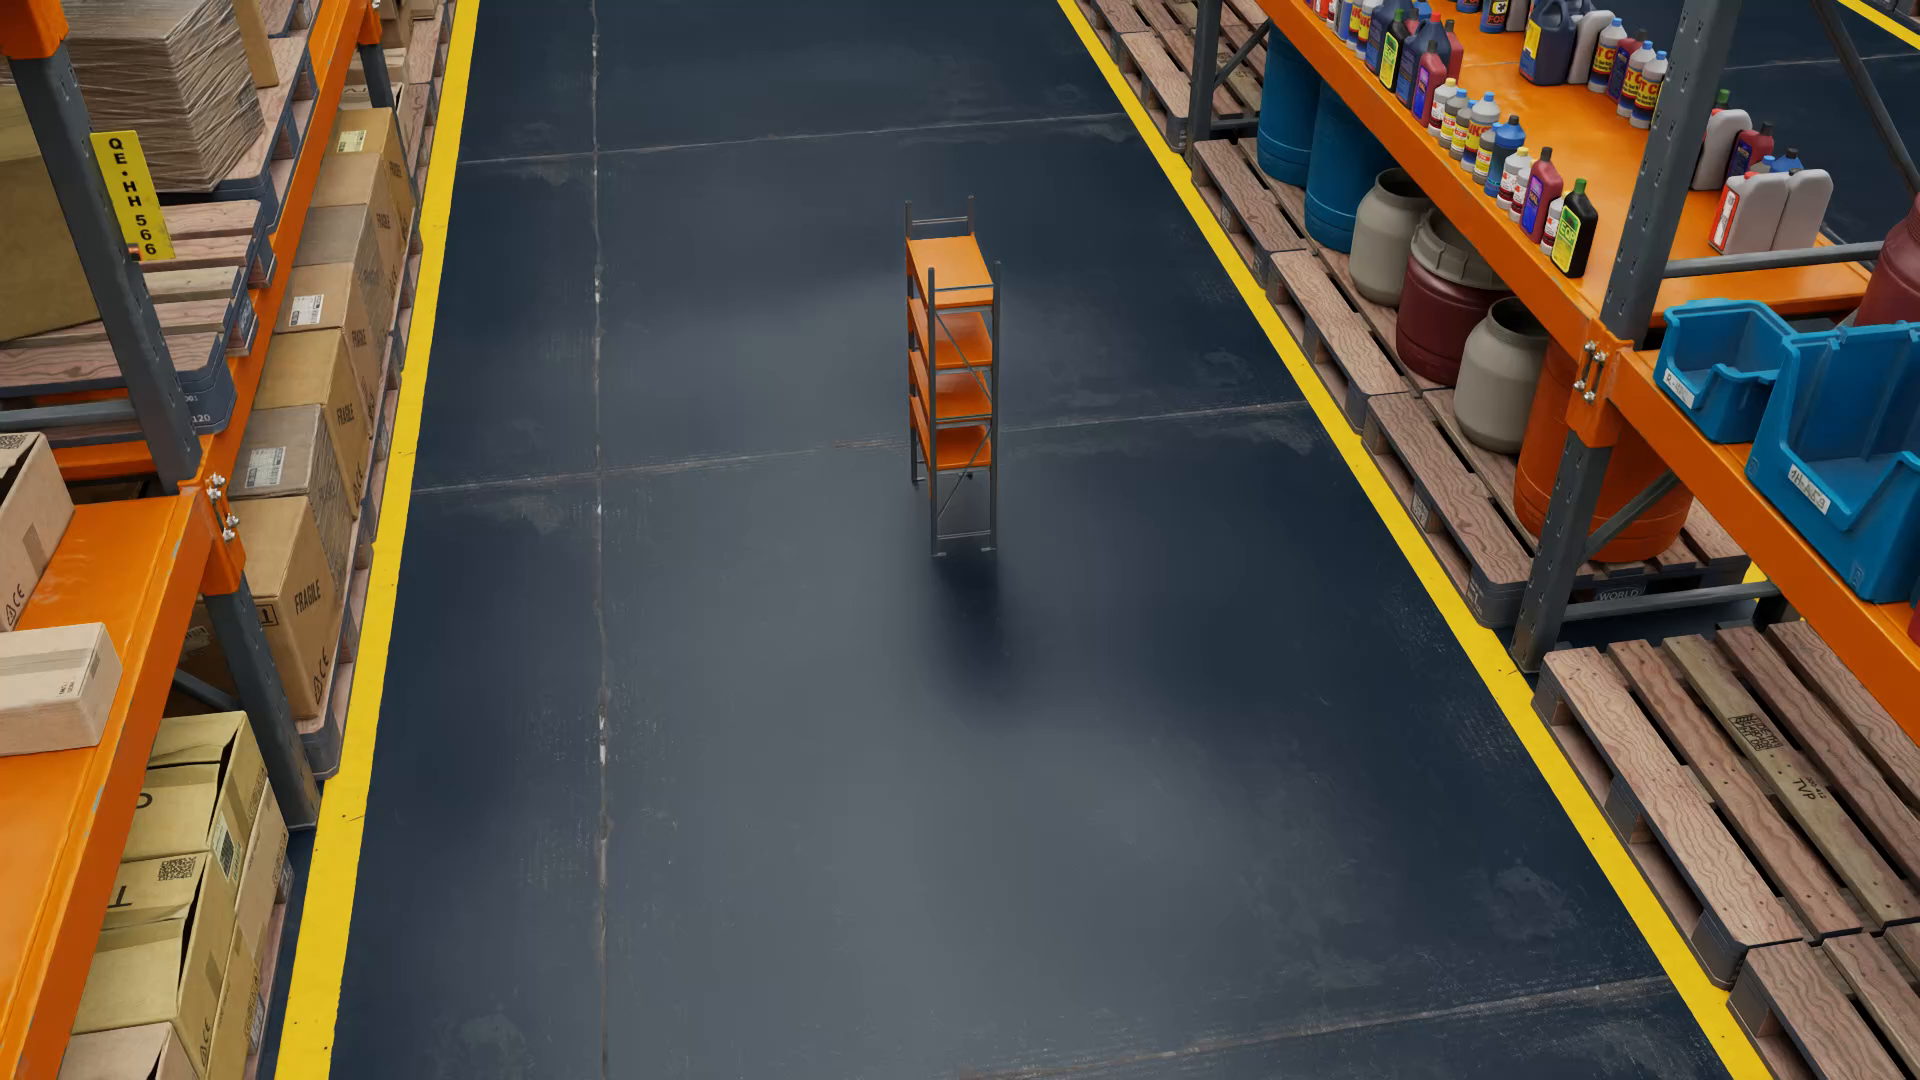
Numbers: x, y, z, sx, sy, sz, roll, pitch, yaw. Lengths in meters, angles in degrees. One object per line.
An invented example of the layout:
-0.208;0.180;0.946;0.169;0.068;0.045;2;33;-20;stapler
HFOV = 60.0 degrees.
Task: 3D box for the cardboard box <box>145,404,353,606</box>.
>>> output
-2.375;-0.090;5.600;0.500;0.500;0.500;-8;38;-10;cardboard box

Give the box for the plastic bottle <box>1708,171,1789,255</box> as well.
2.490;-1.044;5.250;0.152;0.276;0.135;-6;38;-8;plastic bottle

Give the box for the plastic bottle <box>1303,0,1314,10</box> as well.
1.496;-2.379;6.963;0.061;0.283;0.133;-6;38;-8;plastic bottle

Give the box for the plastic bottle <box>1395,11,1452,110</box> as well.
1.719;-1.783;6.140;0.144;0.351;0.185;-6;38;-8;plastic bottle

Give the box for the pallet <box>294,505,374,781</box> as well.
-2.573;0.364;5.610;1.003;0.211;1.213;-6;38;-8;pallet

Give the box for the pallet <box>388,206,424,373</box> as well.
-3.001;-1.110;7.507;1.003;0.211;1.213;-6;38;-8;pallet

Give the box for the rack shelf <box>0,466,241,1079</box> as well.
-2.129;1.210;2.834;1.077;0.370;4.000;-6;38;-8;rack shelf

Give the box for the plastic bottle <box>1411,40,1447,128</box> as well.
1.706;-1.656;6.031;0.061;0.283;0.133;-6;38;-8;plastic bottle

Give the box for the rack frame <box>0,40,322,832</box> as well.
-2.480;-0.283;4.169;1.000;3.000;0.127;-6;38;-8;rack frame

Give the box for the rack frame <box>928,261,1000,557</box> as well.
0.014;-0.426;5.821;0.240;1.200;0.015;-6;38;-8;rack frame

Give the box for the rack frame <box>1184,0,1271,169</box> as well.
1.696;-3.229;7.961;1.000;3.000;0.127;-6;38;-8;rack frame

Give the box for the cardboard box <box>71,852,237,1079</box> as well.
-2.048;1.019;3.935;0.500;0.311;0.500;-7;38;-9;cardboard box

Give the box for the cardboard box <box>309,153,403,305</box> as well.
-2.734;-1.318;7.181;0.500;0.500;0.500;-6;38;-8;cardboard box

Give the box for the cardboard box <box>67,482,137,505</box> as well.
-2.889;-0.338;5.308;0.500;0.250;0.500;-5;38;-6;cardboard box

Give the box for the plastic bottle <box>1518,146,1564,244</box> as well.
1.866;-1.105;5.322;0.061;0.283;0.133;-6;38;-8;plastic bottle

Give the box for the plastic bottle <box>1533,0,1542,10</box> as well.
2.311;-2.074;6.580;0.097;0.271;0.097;0;38;0;plastic bottle

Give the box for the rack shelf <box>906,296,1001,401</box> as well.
-0.029;-0.697;5.915;0.258;0.148;0.480;-6;38;-8;rack shelf

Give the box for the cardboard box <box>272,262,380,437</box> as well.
-2.555;-0.709;6.396;0.500;0.500;0.500;-7;38;-9;cardboard box

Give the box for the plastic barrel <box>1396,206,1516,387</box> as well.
2.097;-1.002;6.719;0.600;0.588;0.708;-6;38;-8;plastic barrel

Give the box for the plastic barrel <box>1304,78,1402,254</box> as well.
1.899;-1.808;7.500;0.600;0.901;0.708;-6;38;-8;plastic barrel

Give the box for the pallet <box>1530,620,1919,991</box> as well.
2.495;0.760;5.099;1.003;0.211;1.213;-6;38;-8;pallet

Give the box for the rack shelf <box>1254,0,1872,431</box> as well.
2.047;-1.737;6.627;1.077;0.370;4.000;-6;38;-8;rack shelf

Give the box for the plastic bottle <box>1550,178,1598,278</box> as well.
1.907;-0.965;5.143;0.061;0.283;0.133;-6;38;-8;plastic bottle

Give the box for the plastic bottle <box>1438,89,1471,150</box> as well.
1.762;-1.497;5.894;0.097;0.201;0.097;0;38;0;plastic bottle

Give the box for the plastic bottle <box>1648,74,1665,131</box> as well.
2.540;-1.568;5.918;0.061;0.283;0.133;-6;38;-8;plastic bottle

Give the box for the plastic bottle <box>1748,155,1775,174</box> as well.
2.630;-1.162;5.463;0.097;0.201;0.097;0;38;0;plastic bottle

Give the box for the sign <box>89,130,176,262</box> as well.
-1.934;-0.801;3.893;0.100;0.325;0.005;-6;38;-8;sign

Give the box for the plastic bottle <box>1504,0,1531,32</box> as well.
2.300;-2.230;6.777;0.152;0.276;0.135;-6;38;-8;plastic bottle

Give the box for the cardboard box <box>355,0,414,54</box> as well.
-3.515;-3.021;9.369;0.797;0.503;0.637;-6;38;-8;cardboard box

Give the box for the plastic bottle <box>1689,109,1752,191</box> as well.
2.559;-1.340;5.630;0.152;0.276;0.135;-6;38;-8;plastic bottle

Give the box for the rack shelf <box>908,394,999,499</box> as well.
-0.029;-0.364;6.174;0.258;0.148;0.480;-6;38;-8;rack shelf

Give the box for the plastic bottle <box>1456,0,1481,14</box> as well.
2.140;-2.344;6.927;0.097;0.271;0.097;0;38;0;plastic bottle

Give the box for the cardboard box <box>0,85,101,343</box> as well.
-2.701;-0.856;4.483;0.700;0.500;0.500;-19;42;-23;cardboard box

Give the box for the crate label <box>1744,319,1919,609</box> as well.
2.305;-0.198;4.031;0.502;0.435;0.616;-6;38;-8;crate label

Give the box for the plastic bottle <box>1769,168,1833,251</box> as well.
2.640;-1.060;5.271;0.152;0.276;0.135;-6;38;-8;plastic bottle

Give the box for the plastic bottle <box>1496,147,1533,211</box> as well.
1.847;-1.203;5.515;0.097;0.201;0.097;0;38;0;plastic bottle

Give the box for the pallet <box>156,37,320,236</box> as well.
-2.825;-1.381;5.739;1.003;0.211;1.213;-6;38;-8;pallet

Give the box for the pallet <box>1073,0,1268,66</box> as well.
1.312;-3.306;10.334;1.003;0.211;1.213;-6;38;-8;pallet

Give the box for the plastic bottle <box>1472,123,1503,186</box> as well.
1.813;-1.320;5.667;0.097;0.201;0.097;0;38;0;plastic bottle

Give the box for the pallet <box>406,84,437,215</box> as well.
-3.300;-2.012;8.668;1.003;0.211;1.213;-6;38;-8;pallet

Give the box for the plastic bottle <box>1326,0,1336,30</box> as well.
1.558;-2.198;6.796;0.097;0.201;0.097;0;38;0;plastic bottle

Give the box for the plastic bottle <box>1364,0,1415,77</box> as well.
1.664;-1.975;6.388;0.144;0.351;0.185;-6;38;-8;plastic bottle

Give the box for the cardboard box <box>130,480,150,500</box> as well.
-2.875;-0.009;5.495;0.500;0.500;0.500;-5;38;-6;cardboard box

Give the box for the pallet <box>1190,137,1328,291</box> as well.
1.791;-1.657;8.211;1.003;0.211;1.213;-6;38;-8;pallet

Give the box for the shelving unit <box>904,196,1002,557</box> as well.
-0.029;-0.574;6.011;0.258;1.200;0.503;-6;38;-8;shelving unit

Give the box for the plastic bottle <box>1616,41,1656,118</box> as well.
2.485;-1.690;6.085;0.097;0.271;0.097;0;38;0;plastic bottle

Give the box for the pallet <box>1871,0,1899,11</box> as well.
6.299;-3.867;11.055;1.003;0.211;1.213;-6;38;-8;pallet

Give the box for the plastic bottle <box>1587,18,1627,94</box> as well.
2.444;-1.829;6.264;0.097;0.271;0.097;0;38;0;plastic bottle

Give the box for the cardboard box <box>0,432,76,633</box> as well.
-2.459;-0.023;3.907;0.500;0.311;0.500;-4;38;-5;cardboard box

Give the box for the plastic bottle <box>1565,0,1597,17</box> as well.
2.373;-2.024;6.451;0.144;0.351;0.185;-6;38;-8;plastic bottle

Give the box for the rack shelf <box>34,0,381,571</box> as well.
-2.830;-1.206;5.944;1.077;0.370;4.000;-6;38;-8;rack shelf

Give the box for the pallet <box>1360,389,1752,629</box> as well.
2.218;-0.184;6.314;1.003;0.211;1.213;-6;38;-8;pallet

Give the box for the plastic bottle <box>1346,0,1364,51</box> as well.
1.599;-2.085;6.594;0.097;0.271;0.097;0;38;0;plastic bottle

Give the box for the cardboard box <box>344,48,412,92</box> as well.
-3.203;-2.552;9.040;0.380;0.166;0.250;-6;38;-8;cardboard box

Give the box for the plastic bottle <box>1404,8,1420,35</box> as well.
1.710;-1.855;6.287;0.061;0.283;0.133;-6;38;-8;plastic bottle

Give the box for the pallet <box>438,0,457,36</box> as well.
-3.728;-3.486;10.565;1.003;0.211;1.213;-6;38;-8;pallet

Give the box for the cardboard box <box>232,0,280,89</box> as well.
-2.810;-1.843;5.754;0.700;0.500;0.500;-16;41;-19;cardboard box

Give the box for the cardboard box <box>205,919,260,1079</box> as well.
-2.053;1.240;4.108;0.500;0.250;0.500;-7;38;-8;cardboard box

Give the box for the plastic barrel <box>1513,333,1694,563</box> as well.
2.295;-0.416;5.766;0.600;0.830;0.708;-6;38;-8;plastic barrel
